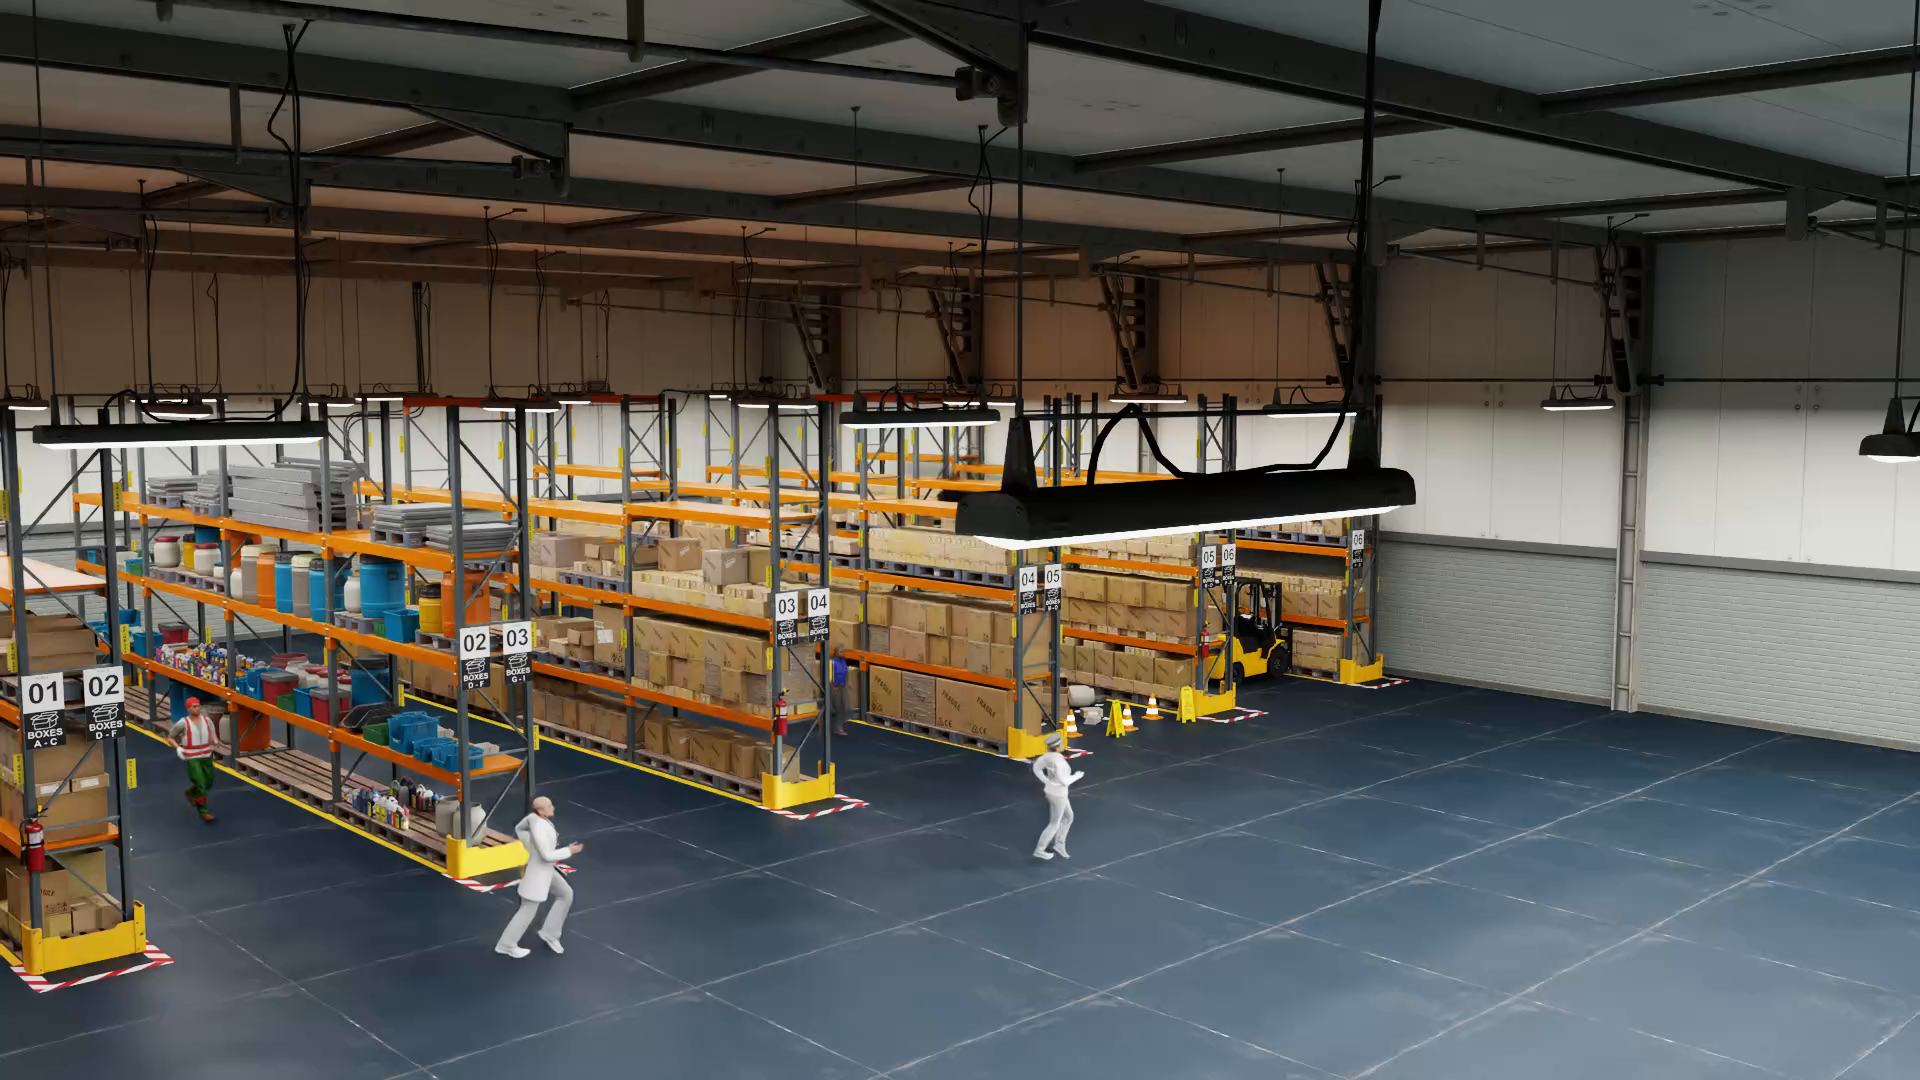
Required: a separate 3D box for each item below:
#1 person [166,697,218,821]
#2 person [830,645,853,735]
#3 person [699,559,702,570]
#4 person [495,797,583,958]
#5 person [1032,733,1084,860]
[{"bbox_3d":[-11.025,3.139,23.986,0.856,1.759,0.668,4,7,36],"label":"person"},{"bbox_3d":[-2.238,2.671,29.715,0.592,1.608,0.558,4,7,38],"label":"person"},{"bbox_3d":[-6.925,1.232,44.316,0.914,1.580,0.655,0,6,-4],"label":"person"},{"bbox_3d":[-4.611,3.689,18.223,0.962,1.804,0.729,-1,6,-11],"label":"person"},{"bbox_3d":[1.281,3.384,21.847,0.684,1.728,0.592,-1,6,-14],"label":"person"}]
